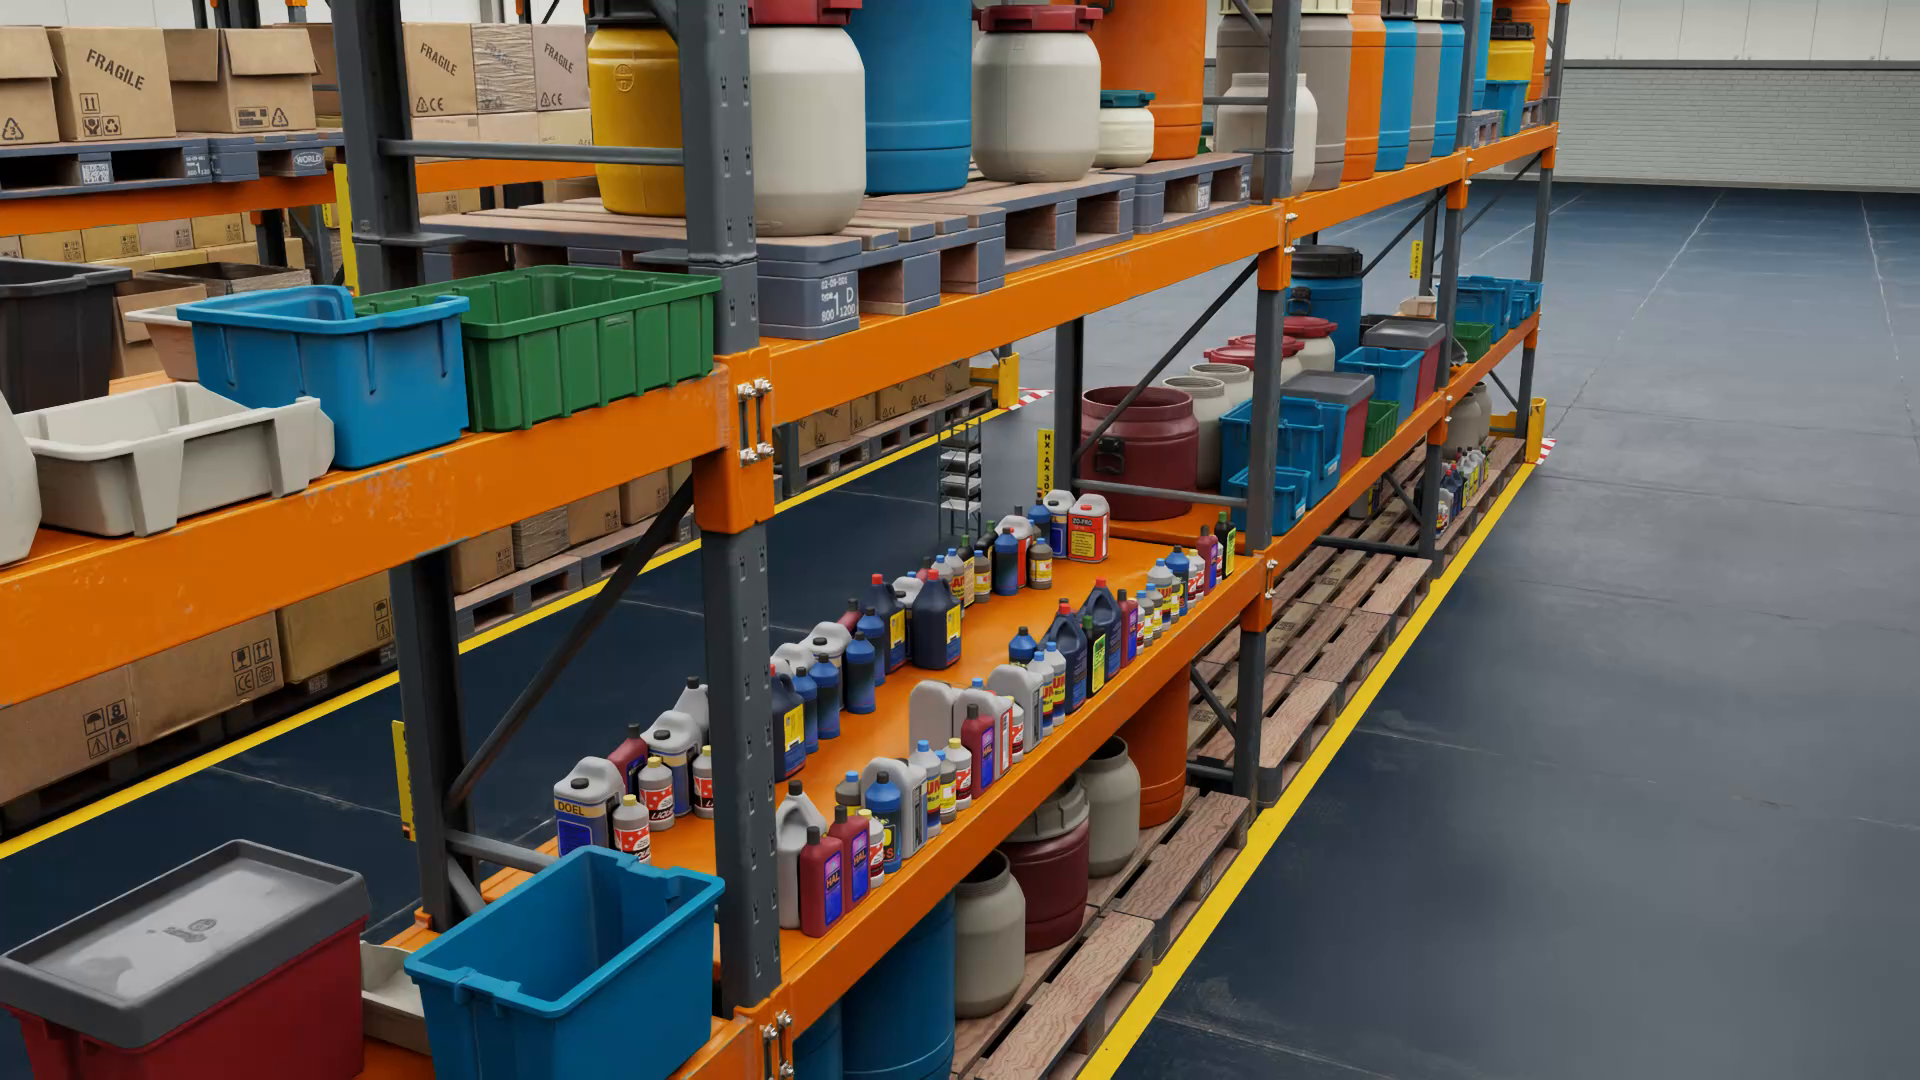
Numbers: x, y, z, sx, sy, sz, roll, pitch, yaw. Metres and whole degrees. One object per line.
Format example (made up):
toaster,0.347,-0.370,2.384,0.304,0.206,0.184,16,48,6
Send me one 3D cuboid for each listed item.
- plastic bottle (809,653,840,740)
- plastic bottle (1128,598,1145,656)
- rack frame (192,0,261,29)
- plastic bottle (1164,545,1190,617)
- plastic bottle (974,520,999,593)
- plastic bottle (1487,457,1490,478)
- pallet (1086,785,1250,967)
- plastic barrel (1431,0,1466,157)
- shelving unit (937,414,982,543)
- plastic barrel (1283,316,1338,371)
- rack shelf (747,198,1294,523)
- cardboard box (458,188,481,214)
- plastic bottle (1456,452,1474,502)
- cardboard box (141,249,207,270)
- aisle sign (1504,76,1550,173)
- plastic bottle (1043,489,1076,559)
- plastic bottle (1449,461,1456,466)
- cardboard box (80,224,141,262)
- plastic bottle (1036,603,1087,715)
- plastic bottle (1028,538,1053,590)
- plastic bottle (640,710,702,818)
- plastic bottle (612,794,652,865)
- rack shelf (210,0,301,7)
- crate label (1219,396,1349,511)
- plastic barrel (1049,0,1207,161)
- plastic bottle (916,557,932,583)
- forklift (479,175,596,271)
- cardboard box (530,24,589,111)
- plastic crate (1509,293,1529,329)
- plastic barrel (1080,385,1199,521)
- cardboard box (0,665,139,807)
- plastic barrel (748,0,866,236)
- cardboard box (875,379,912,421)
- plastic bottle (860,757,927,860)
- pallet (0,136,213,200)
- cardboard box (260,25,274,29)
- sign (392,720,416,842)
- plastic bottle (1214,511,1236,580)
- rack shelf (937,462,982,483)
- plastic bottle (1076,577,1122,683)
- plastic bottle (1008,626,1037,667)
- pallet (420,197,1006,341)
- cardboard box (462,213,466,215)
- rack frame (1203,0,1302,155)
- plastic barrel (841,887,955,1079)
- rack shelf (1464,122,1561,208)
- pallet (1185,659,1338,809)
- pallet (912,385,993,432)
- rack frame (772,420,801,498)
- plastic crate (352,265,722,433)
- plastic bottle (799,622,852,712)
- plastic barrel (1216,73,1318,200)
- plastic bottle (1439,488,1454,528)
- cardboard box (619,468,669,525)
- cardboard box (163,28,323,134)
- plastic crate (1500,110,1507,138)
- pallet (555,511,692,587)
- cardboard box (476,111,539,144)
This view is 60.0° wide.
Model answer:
plastic bottle,-0.434,0.494,5.319,0.097,0.271,0.097,0,17,0
plastic bottle,0.623,0.311,6.056,0.097,0.201,0.097,0,17,0
rack frame,-8.824,-7.005,19.804,1.000,3.000,0.127,8,18,25
plastic bottle,0.841,0.154,6.464,0.097,0.271,0.097,0,17,0
plastic bottle,0.108,0.071,6.723,0.061,0.283,0.133,8,18,25
plastic bottle,4.044,-0.584,12.865,0.097,0.201,0.097,0,17,0
pallet,0.583,1.342,7.134,1.003,0.211,1.213,8,18,25
plastic barrel,2.652,-2.740,9.834,0.600,0.901,0.708,8,18,25
shelving unit,-0.004,-0.429,11.889,0.258,0.900,0.210,8,18,25
plastic barrel,2.062,-1.069,10.116,0.433,0.535,0.433,0,17,0
rack shelf,0.004,-0.784,5.391,1.077,0.370,4.000,8,18,25
cardboard box,-5.206,-3.596,16.704,0.875,0.550,0.500,8,18,25
plastic bottle,3.692,-0.470,12.217,0.144,0.351,0.185,8,18,25
cardboard box,-6.583,-2.130,13.751,0.500,0.500,0.500,8,18,26
aisle sign,4.771,-3.465,13.856,0.394,0.787,0.004,8,18,25
plastic bottle,0.415,-0.072,7.216,0.152,0.276,0.135,8,18,25
plastic bottle,3.725,-0.499,12.579,0.097,0.201,0.097,0,17,0
cardboard box,-7.035,-2.518,13.302,0.700,0.500,0.500,8,18,25
plastic bottle,0.338,0.388,5.537,0.144,0.351,0.185,8,18,25
plastic bottle,0.329,0.093,6.792,0.097,0.201,0.097,0,17,0
plastic bottle,-0.839,0.643,4.808,0.152,0.276,0.135,8,18,25
plastic bottle,-0.883,0.783,4.468,0.097,0.201,0.097,0,17,0
rack shelf,-7.031,-4.336,12.784,1.077,0.370,4.000,8,18,25
crate label,1.584,-0.436,8.162,0.502,0.435,0.616,8,18,25
plastic barrel,0.642,-1.901,6.398,0.600,0.830,0.708,8,18,25
plastic bottle,-0.142,0.213,6.244,0.061,0.283,0.133,8,18,25
forklift,-4.045,-2.429,15.056,3.031,2.935,1.130,9,19,28
cardboard box,-2.645,-2.901,10.201,0.500,0.500,0.500,8,18,24
plastic crate,4.221,-1.837,13.201,0.499,0.251,0.408,8,18,25
plastic barrel,0.834,-0.422,7.939,0.600,0.536,0.708,8,18,25
cardboard box,-4.654,0.612,7.689,1.225,0.875,0.875,7,18,23
plastic barrel,-0.430,-0.988,3.839,0.433,0.535,0.433,0,17,0
cardboard box,-0.785,-1.401,15.125,0.500,0.500,0.500,10,19,30
plastic bottle,-0.178,0.715,4.566,0.152,0.276,0.135,8,18,25
pallet,-4.270,-1.722,7.617,1.003,0.211,1.213,9,19,28
cardboard box,-6.259,-4.589,15.066,0.380,0.149,0.250,8,18,25
sign,-1.381,0.615,4.199,0.100,0.325,0.005,8,18,25
plastic bottle,1.099,0.013,6.918,0.061,0.283,0.133,8,18,25
rack shelf,-0.004,-0.484,11.873,0.258,0.077,0.200,8,18,25
plastic bottle,0.480,0.307,5.810,0.144,0.351,0.185,8,18,25
plastic bottle,0.210,0.422,5.562,0.097,0.271,0.097,0,17,0
pallet,-0.626,-0.741,4.315,1.213,0.211,1.003,8,18,25
cardboard box,-5.264,-3.087,16.886,0.875,0.550,0.500,8,18,25
rack frame,0.898,-3.076,6.577,1.000,3.000,0.127,8,18,25
plastic barrel,-0.315,1.306,5.306,0.600,0.901,0.708,8,18,25
rack shelf,3.579,-2.822,12.252,1.077,0.370,4.000,8,18,25
pallet,1.279,0.944,8.476,1.003,0.211,1.213,8,18,25
pallet,-0.387,-1.310,16.064,1.003,0.211,1.213,8,18,25
rack frame,-1.746,-1.849,12.983,1.000,3.000,0.127,8,18,25
plastic crate,-0.808,-0.372,3.111,0.450,0.188,0.662,8,18,25
plastic bottle,-0.450,0.421,5.555,0.152,0.276,0.135,8,18,25
plastic barrel,1.311,-1.732,7.123,0.421,0.512,0.421,0,17,0
plastic bottle,3.340,-0.236,11.561,0.152,0.276,0.135,9,19,27
cardboard box,-2.519,-0.447,11.878,0.700,0.500,0.500,6,18,21
cardboard box,-3.741,-2.355,8.497,0.797,0.503,0.637,9,19,29
plastic crate,3.634,-2.923,11.701,0.336,0.188,0.450,8,18,25
pallet,-2.636,-0.002,11.662,1.003,0.211,1.213,8,18,25
cardboard box,-2.865,-2.415,9.881,0.500,0.250,0.500,9,19,27
